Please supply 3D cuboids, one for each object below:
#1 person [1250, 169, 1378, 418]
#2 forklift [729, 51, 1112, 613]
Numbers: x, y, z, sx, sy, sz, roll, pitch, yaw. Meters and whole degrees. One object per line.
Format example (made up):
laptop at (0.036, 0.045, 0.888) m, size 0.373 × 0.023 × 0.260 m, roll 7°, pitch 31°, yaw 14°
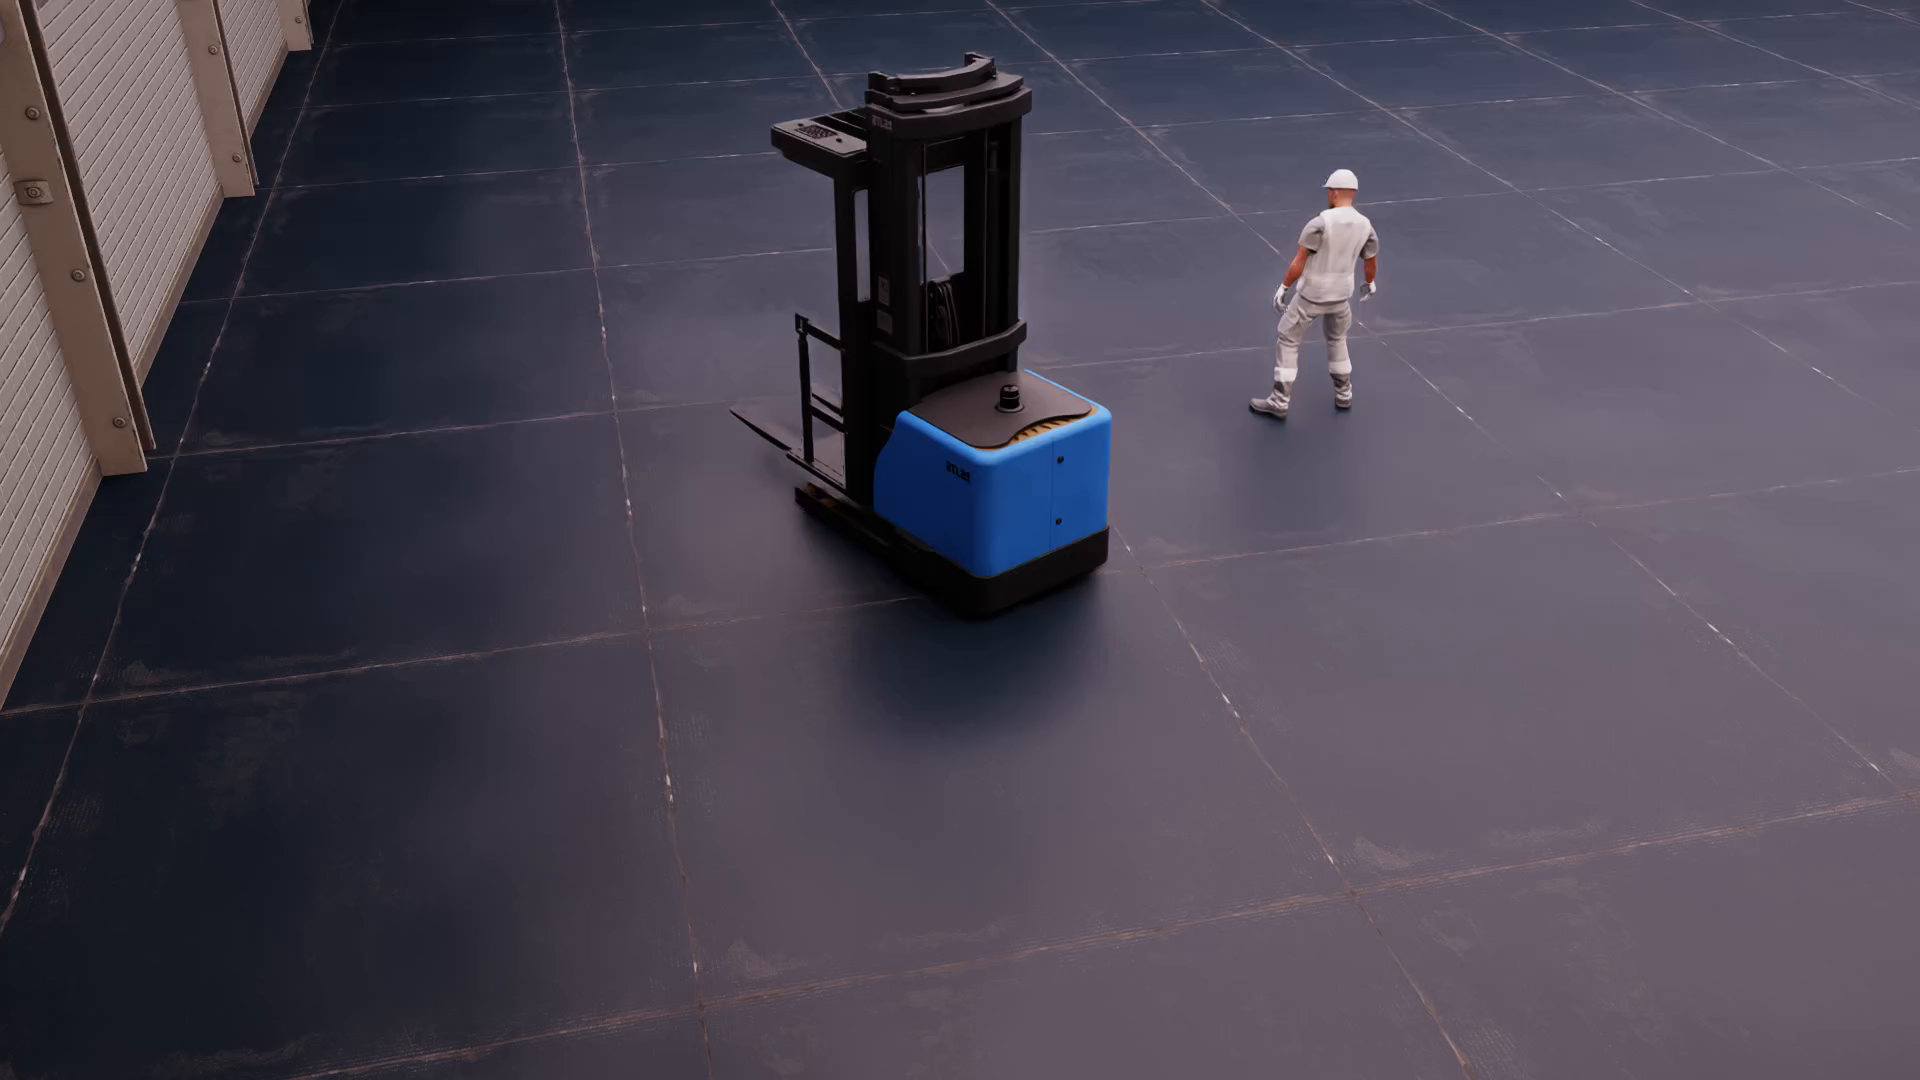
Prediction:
person at (2.579, -1.755, 11.804) m, size 0.916 × 1.734 × 0.423 m, roll -9°, pitch 31°, yaw -15°
forklift at (-0.415, -1.516, 10.194) m, size 1.130 × 2.935 × 3.031 m, roll -22°, pitch 37°, yaw -33°
